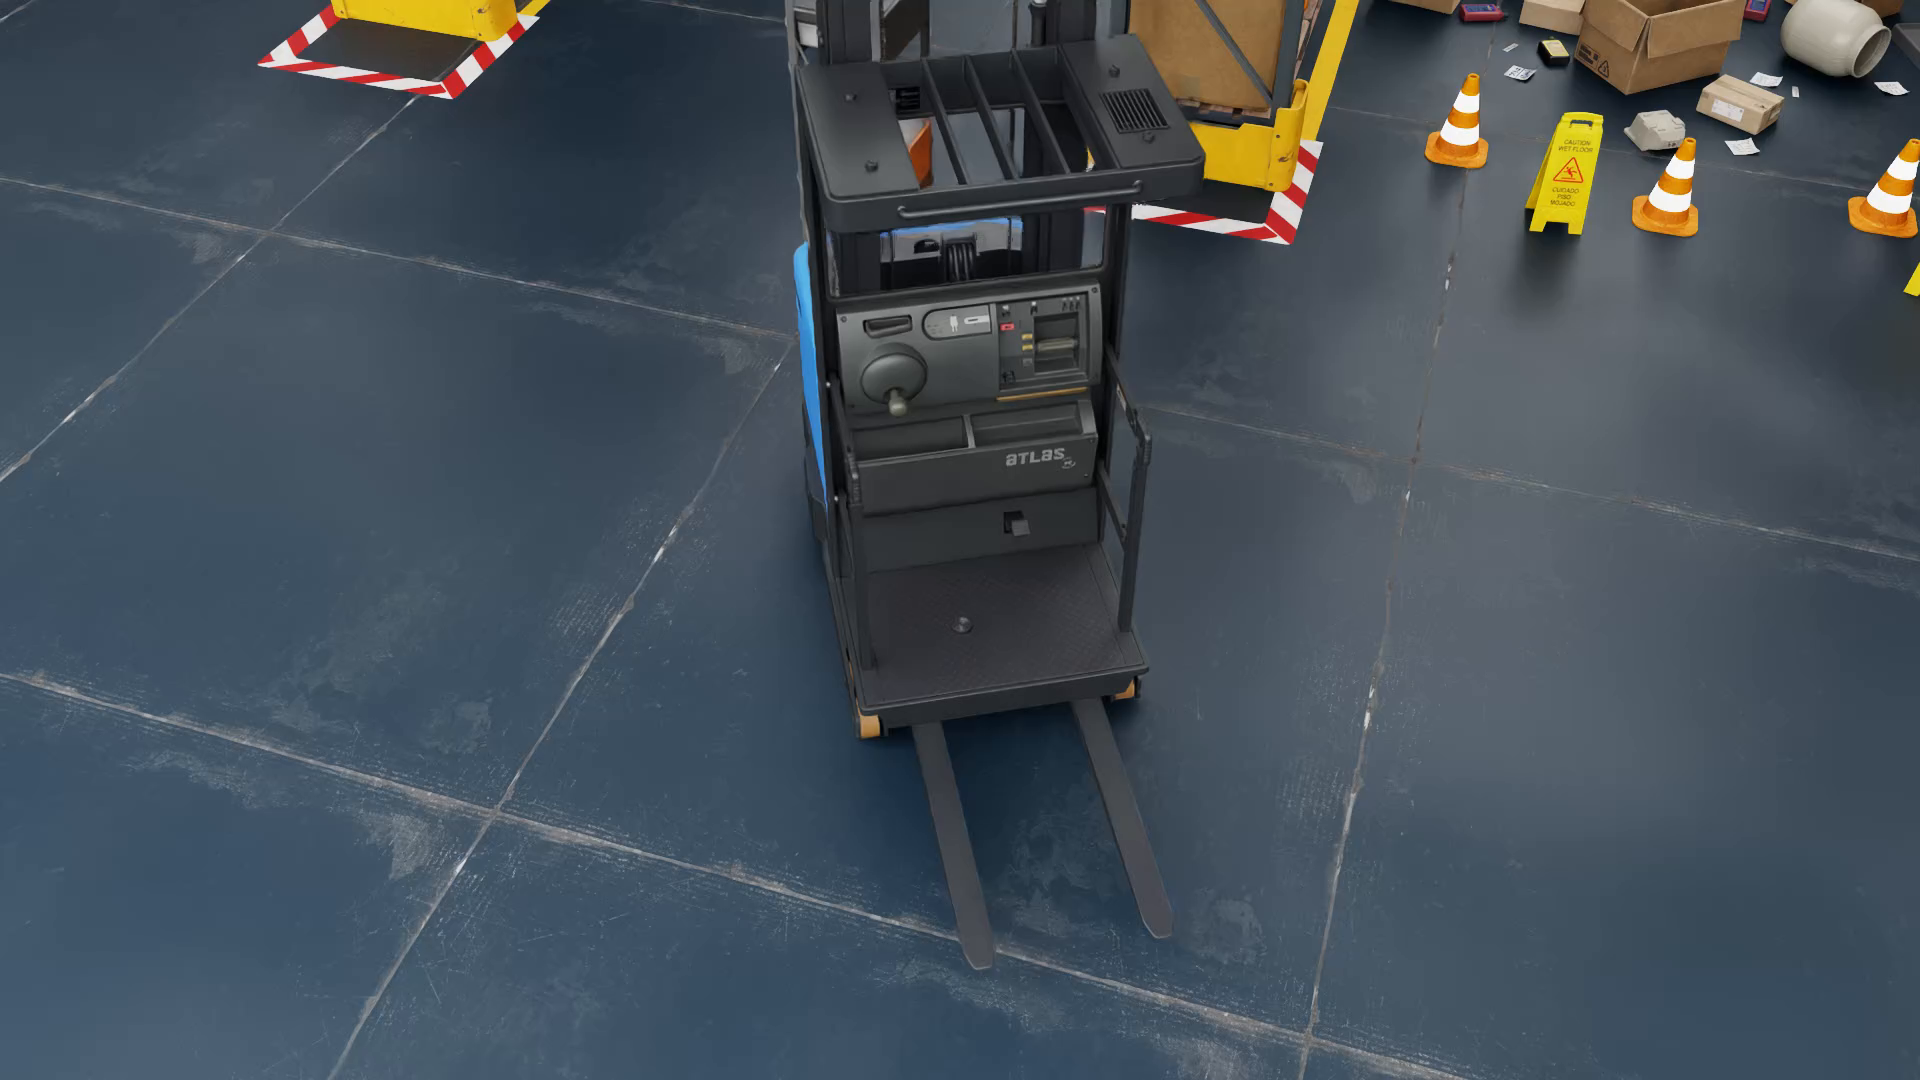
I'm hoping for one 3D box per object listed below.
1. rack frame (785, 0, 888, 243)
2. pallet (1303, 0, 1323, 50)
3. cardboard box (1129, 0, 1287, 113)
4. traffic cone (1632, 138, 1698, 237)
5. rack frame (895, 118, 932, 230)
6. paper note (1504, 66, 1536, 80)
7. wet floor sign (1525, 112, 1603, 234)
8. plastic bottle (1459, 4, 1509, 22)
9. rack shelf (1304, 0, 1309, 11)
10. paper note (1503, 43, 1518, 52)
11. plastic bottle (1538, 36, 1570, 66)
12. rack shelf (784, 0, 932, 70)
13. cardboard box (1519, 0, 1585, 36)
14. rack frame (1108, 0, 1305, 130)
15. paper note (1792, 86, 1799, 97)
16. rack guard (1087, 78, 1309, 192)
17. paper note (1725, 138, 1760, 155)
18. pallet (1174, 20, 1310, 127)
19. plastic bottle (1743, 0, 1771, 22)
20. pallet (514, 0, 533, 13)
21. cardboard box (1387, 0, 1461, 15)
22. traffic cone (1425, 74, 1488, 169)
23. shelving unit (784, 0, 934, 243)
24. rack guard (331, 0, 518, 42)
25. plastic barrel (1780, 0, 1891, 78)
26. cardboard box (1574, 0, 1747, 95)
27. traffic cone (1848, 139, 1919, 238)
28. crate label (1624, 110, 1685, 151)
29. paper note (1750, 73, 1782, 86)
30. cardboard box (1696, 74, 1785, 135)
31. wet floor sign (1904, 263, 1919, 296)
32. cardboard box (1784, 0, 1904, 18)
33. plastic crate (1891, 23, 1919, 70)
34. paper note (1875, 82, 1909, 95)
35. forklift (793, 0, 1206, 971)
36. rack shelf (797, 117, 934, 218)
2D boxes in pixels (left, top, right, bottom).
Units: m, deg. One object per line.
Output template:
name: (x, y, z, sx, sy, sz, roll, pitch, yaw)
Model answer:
rack frame: (-0.492, -1.386, 7.064, 0.400, 2.100, 0.015, 15, 46, 15)
pallet: (1.830, -3.582, 10.658, 1.003, 0.211, 1.213, 13, 46, 13)
cardboard box: (1.434, -3.075, 9.366, 0.875, 0.875, 0.875, 13, 46, 13)
traffic cone: (3.779, -1.899, 8.759, 0.336, 0.463, 0.334, 13, 46, 13)
rack frame: (-0.315, -1.704, 7.389, 0.400, 2.100, 0.015, 15, 46, 15)
paper note: (3.372, -2.814, 10.004, 0.144, 0.017, 0.142, 28, 51, 26)
wet floor sign: (3.169, -1.938, 8.668, 0.267, 0.644, 0.232, 5, 45, 5)
plastic bottle: (3.314, -3.333, 10.511, 0.283, 0.061, 0.133, -2, 44, -2)
rack shelf: (1.897, -4.294, 9.907, 1.077, 0.370, 4.000, 13, 46, 13)
paper note: (3.393, -3.034, 10.242, 0.123, 0.001, 0.032, -33, 53, -29)
plastic bottle: (3.621, -2.996, 10.167, 0.133, 0.061, 0.283, -2, 44, -2)
rack shelf: (-0.404, -2.036, 6.747, 0.431, 0.518, 0.480, 15, 46, 15)
cardboard box: (3.737, -3.371, 10.405, 0.396, 0.266, 0.258, 20, 48, 19)
rack frame: (1.291, -3.218, 8.293, 1.000, 3.000, 0.127, 13, 46, 13)
paper note: (4.953, -2.658, 9.858, 0.032, 0.001, 0.123, 13, 46, 13)
rack guard: (1.284, -2.309, 9.151, 1.175, 0.500, 0.348, 13, 46, 13)
paper note: (4.429, -2.228, 9.404, 0.148, 0.019, 0.142, -2, 44, -2)
pallet: (1.459, -2.771, 9.830, 1.003, 0.211, 1.213, 13, 46, 13)
plastic bottle: (5.073, -3.390, 10.570, 0.133, 0.061, 0.283, 20, 48, 19)
pallet: (-3.103, -3.924, 11.008, 1.003, 0.211, 1.213, 13, 46, 13)
cardboard box: (3.010, -3.740, 10.612, 0.500, 0.500, 0.500, 20, 48, 19)
traffic cone: (2.805, -2.365, 9.235, 0.336, 0.463, 0.334, 13, 46, 13)
shelving unit: (-0.404, -1.545, 7.226, 0.431, 2.100, 0.503, 15, 46, 15)
rack guard: (-3.382, -3.493, 10.362, 1.175, 0.500, 0.348, 13, 46, 13)
plastic barrel: (5.222, -3.014, 9.926, 0.421, 0.421, 0.512, -24, 49, -22)
cardboard box: (4.158, -3.052, 9.908, 0.797, 0.503, 0.637, -16, 47, -16)
traffic cone: (4.940, -1.890, 8.750, 0.336, 0.463, 0.334, 13, 46, 13)
crate label: (3.958, -2.320, 9.421, 0.250, 0.136, 0.298, -9, 45, -9)
paper note: (4.829, -2.758, 9.954, 0.148, 0.019, 0.142, 28, 51, 26)
cardboard box: (4.511, -2.519, 9.617, 0.250, 0.149, 0.380, -33, 53, -29)
wet floor sign: (4.962, -1.496, 8.216, 0.267, 0.644, 0.232, 28, 51, 26)
cardboard box: (5.629, -3.585, 10.453, 0.500, 0.500, 0.500, -24, 49, -22)
plastic crate: (5.994, -2.987, 10.144, 0.402, 0.080, 0.583, -2, 44, -2)
paper note: (5.537, -2.690, 9.876, 0.142, 0.019, 0.148, -2, 44, -2)
forklift: (0.084, -0.574, 5.640, 1.130, 2.935, 3.031, -8, 45, -8)
rack shelf: (-0.404, -1.535, 7.236, 0.431, 0.518, 0.480, 15, 46, 15)
